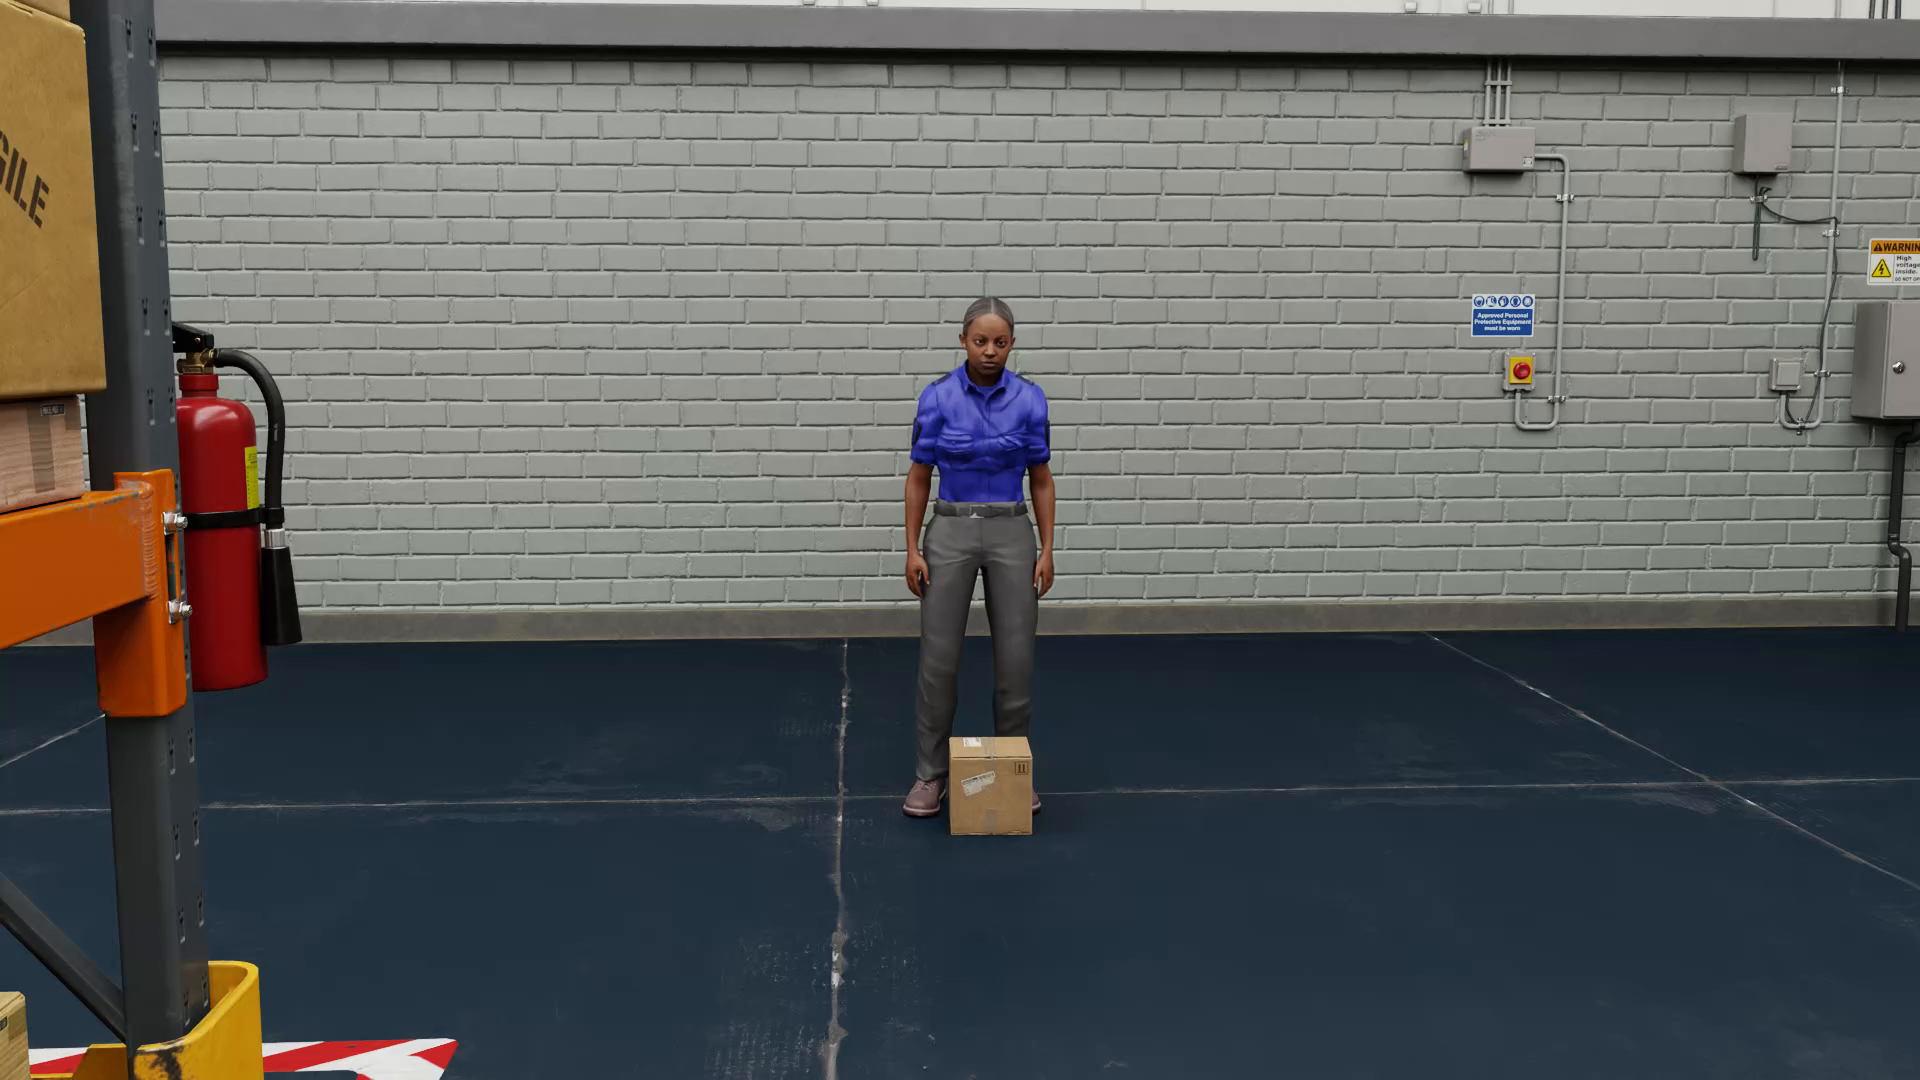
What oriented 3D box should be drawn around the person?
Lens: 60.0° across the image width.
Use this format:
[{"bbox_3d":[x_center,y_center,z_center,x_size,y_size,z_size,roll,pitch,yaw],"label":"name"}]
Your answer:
[{"bbox_3d":[0.061,0.048,5.384,0.503,1.654,0.350,0,7,-4],"label":"person"}]
